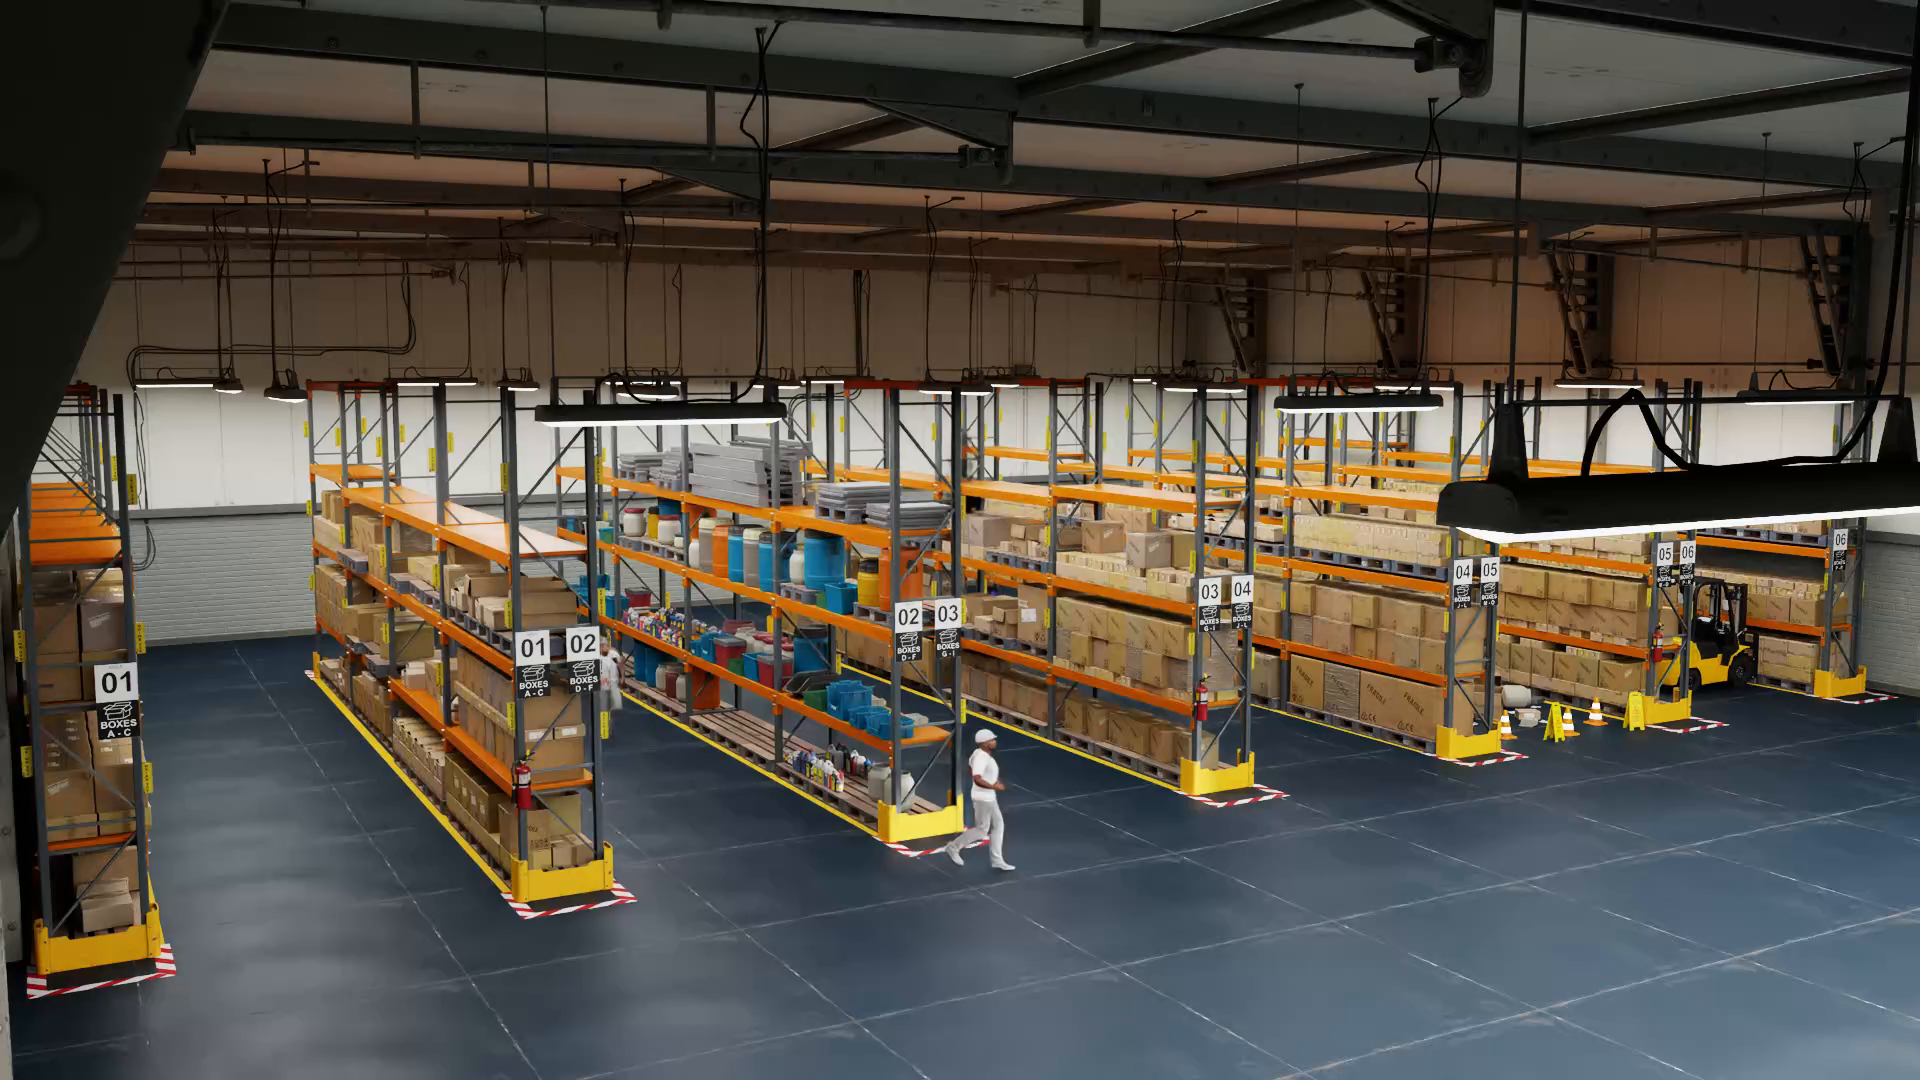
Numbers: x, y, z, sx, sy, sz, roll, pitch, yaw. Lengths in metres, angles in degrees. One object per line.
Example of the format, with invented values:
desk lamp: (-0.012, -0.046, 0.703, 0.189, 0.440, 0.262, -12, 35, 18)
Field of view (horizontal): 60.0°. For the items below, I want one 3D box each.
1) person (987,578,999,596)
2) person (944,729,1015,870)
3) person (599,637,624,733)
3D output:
person: (0.636, 1.634, 34.369, 0.562, 1.686, 0.583, -4, 7, -32)
person: (0.279, 3.248, 20.859, 0.839, 1.765, 0.721, 1, 6, 6)
person: (-5.946, 2.475, 28.067, 0.687, 1.738, 0.769, -3, 7, -29)
